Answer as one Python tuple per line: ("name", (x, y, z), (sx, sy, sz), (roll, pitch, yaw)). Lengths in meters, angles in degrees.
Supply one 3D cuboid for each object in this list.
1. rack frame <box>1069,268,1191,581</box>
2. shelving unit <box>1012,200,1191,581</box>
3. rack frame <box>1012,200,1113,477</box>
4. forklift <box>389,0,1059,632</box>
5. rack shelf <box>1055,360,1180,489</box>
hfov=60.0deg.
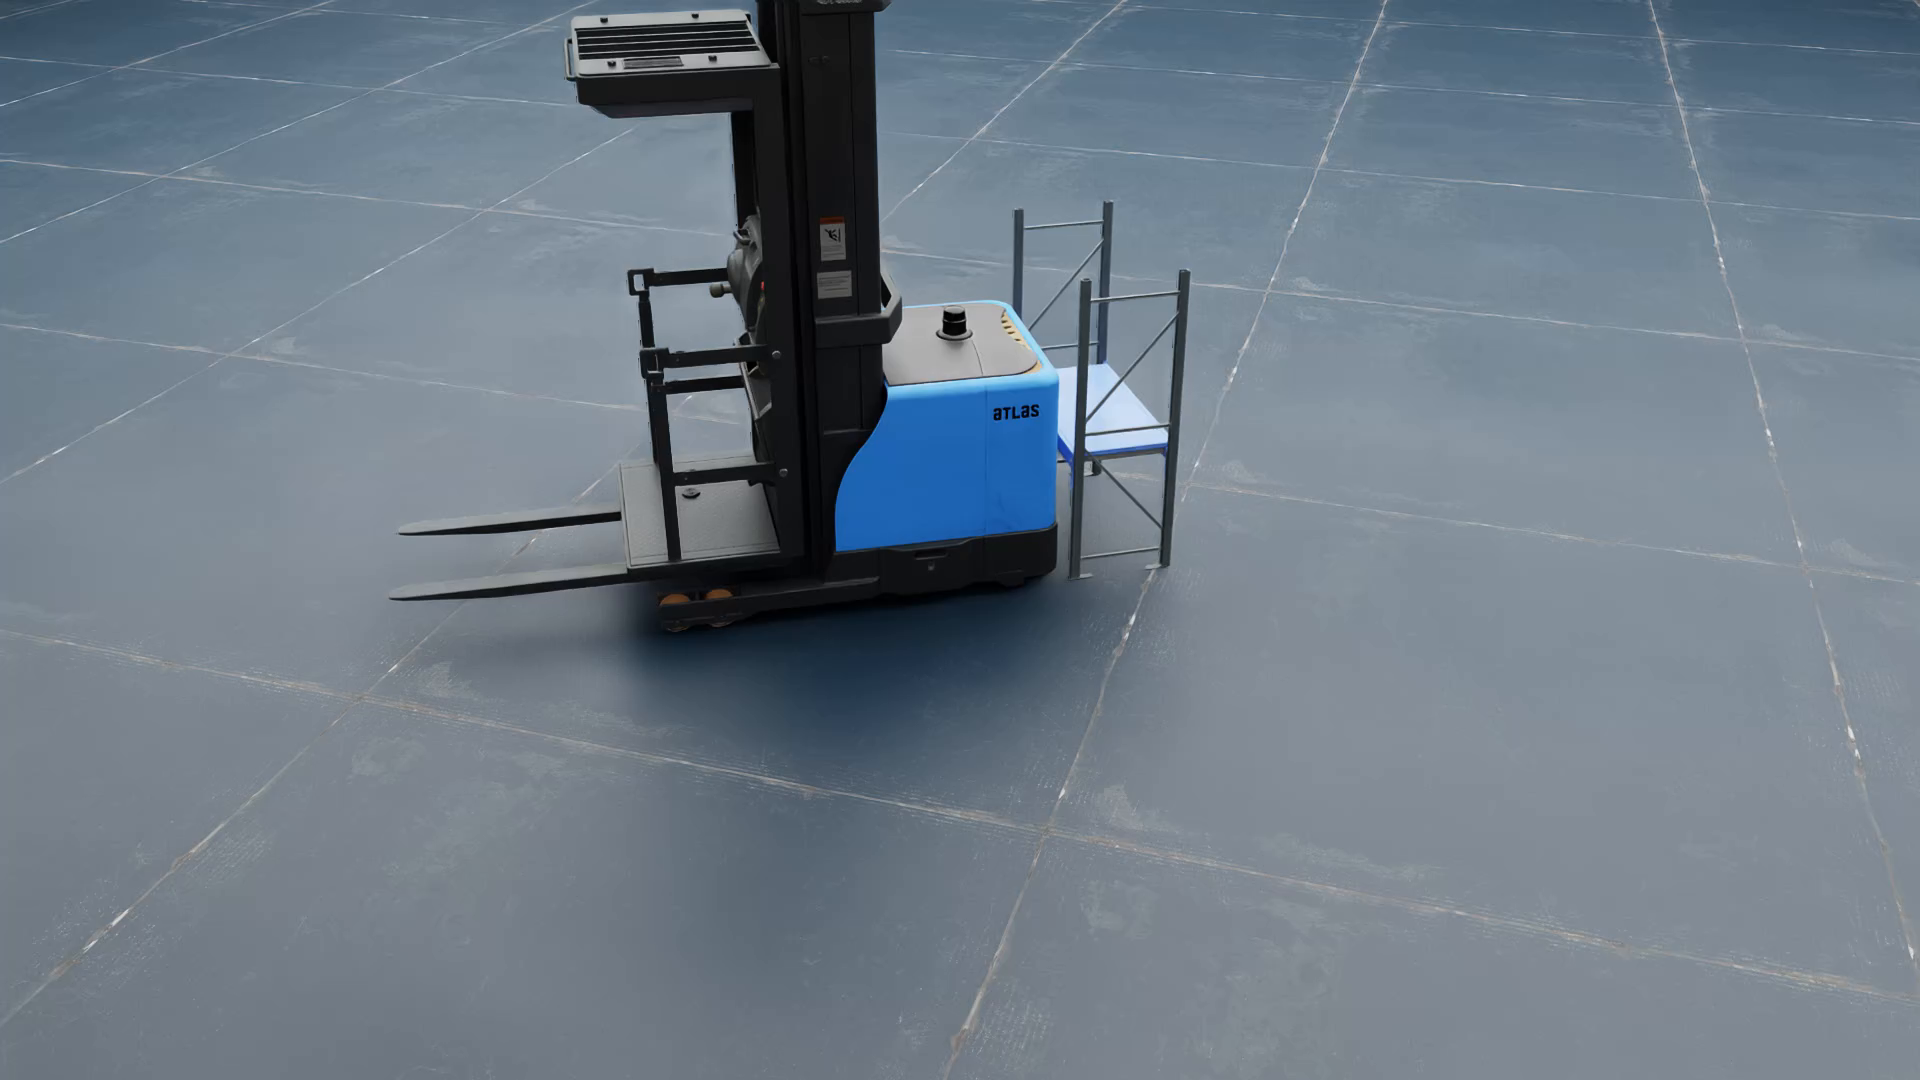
("rack frame", (0.766, -0.501, 7.607), (0.500, 1.500, 0.032), (-7, 30, -13))
("shelving unit", (0.636, -0.740, 8.037), (0.538, 1.500, 1.048), (-7, 30, -13))
("rack frame", (0.506, -0.979, 8.466), (0.500, 1.500, 0.032), (-7, 30, -13))
("forklift", (-1.115, -1.149, 7.301), (3.031, 2.935, 1.130), (-6, 30, -11))
("rack shelf", (0.636, -0.582, 8.124), (0.538, 0.185, 1.000), (-7, 30, -13))
